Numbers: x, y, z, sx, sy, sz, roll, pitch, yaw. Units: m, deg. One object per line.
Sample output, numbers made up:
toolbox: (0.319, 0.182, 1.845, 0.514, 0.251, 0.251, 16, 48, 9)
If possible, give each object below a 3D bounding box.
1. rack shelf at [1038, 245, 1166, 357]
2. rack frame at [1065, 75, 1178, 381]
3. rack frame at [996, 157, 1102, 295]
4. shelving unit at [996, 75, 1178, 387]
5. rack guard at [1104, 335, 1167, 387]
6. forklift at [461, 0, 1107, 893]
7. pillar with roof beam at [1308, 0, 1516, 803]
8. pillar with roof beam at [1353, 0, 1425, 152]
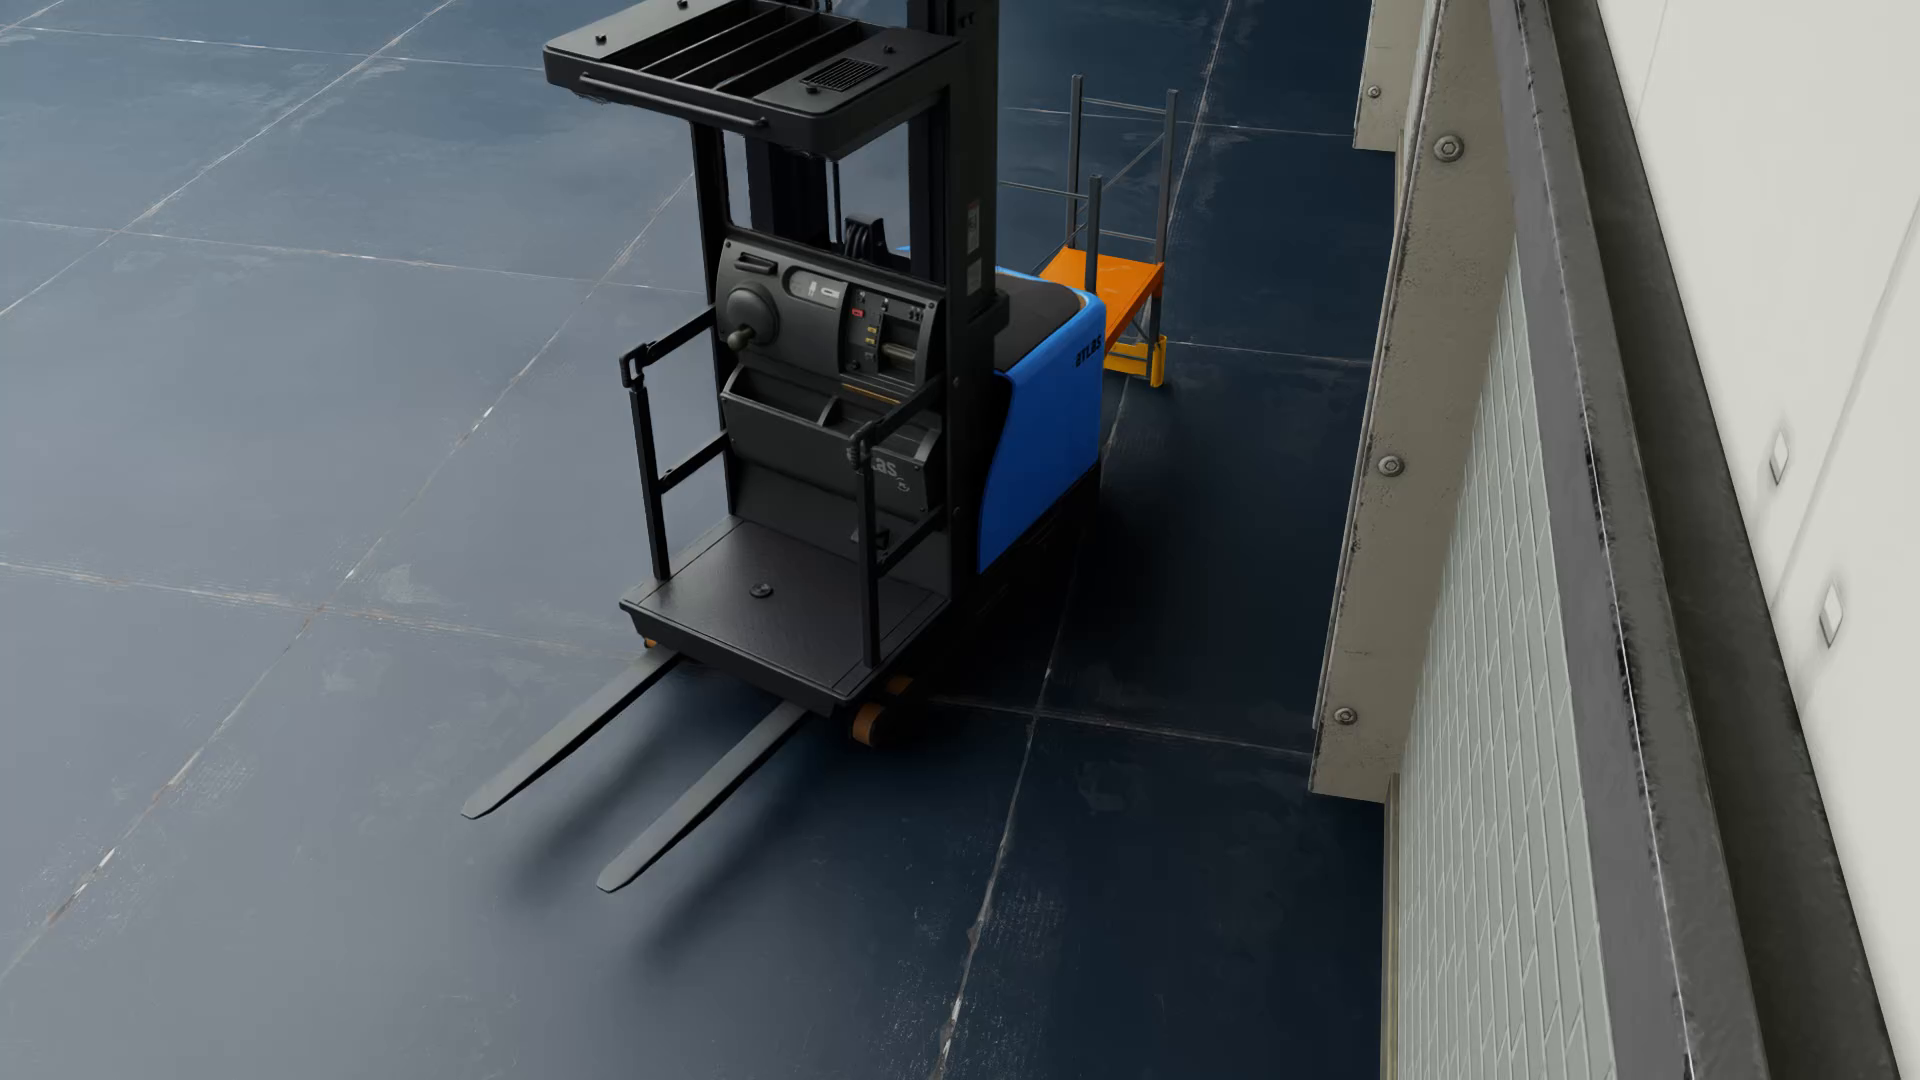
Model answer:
rack shelf: (0.544, -1.048, 7.725, 0.538, 0.185, 1.000, 14, 38, 19)
rack frame: (0.748, -1.467, 7.996, 0.500, 1.500, 0.032, 14, 38, 19)
rack frame: (0.341, -0.920, 7.242, 0.500, 1.500, 0.032, 14, 38, 19)
shelving unit: (0.541, -1.189, 7.612, 0.587, 1.500, 1.083, 14, 38, 19)
rack guard: (0.740, -0.951, 8.349, 0.587, 0.250, 0.087, 14, 38, 19)
forklift: (-0.595, -0.734, 5.765, 1.130, 2.935, 3.031, 20, 41, 26)
pillar with roof beam: (-2.757, -3.370, 4.232, 9.100, 9.000, 0.400, 7, 37, 10)
pillar with roof beam: (-1.475, -6.810, 8.978, 9.100, 9.000, 0.400, 7, 37, 10)
